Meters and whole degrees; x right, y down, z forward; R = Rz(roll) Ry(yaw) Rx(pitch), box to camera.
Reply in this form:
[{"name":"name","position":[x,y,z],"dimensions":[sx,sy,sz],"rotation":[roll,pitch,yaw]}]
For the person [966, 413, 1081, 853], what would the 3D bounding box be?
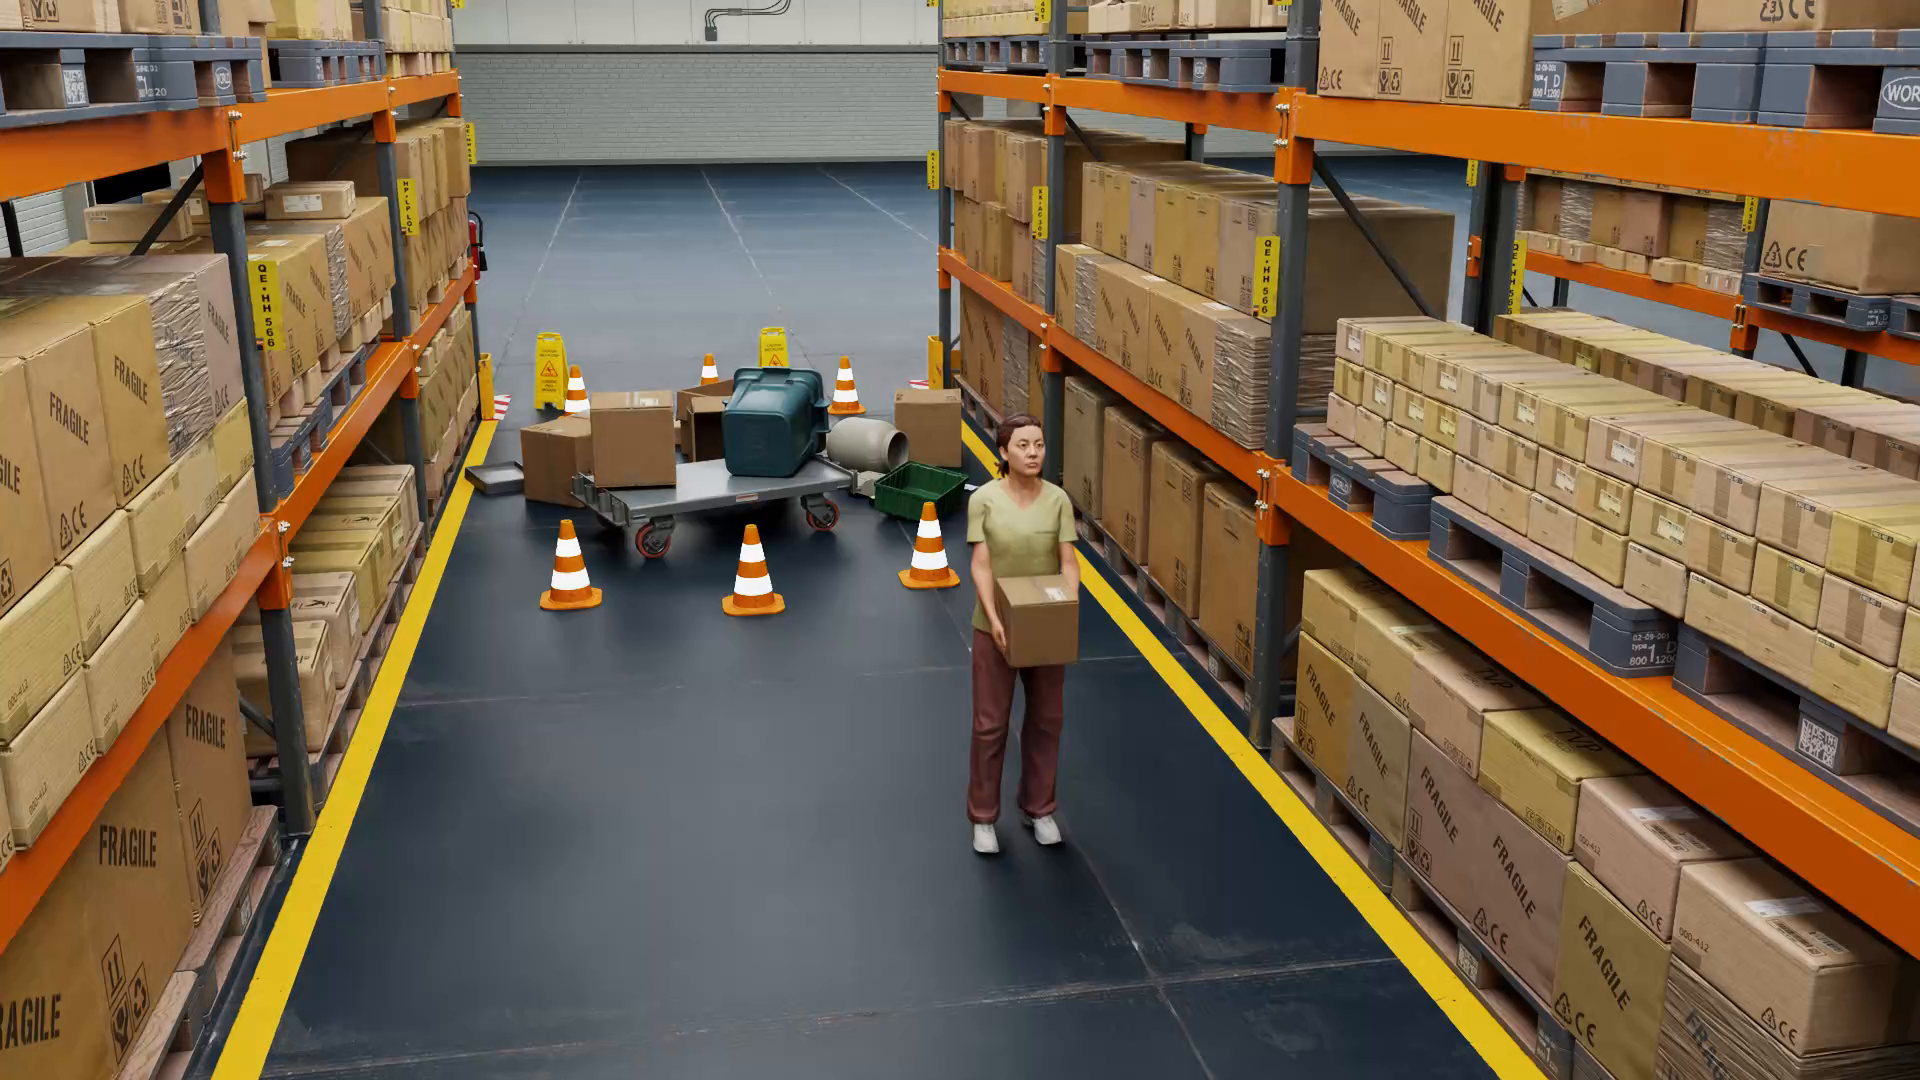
[{"name":"person","position":[0.248,0.360,6.319],"dimensions":[0.439,1.674,0.537],"rotation":[-3,17,-11]}]
